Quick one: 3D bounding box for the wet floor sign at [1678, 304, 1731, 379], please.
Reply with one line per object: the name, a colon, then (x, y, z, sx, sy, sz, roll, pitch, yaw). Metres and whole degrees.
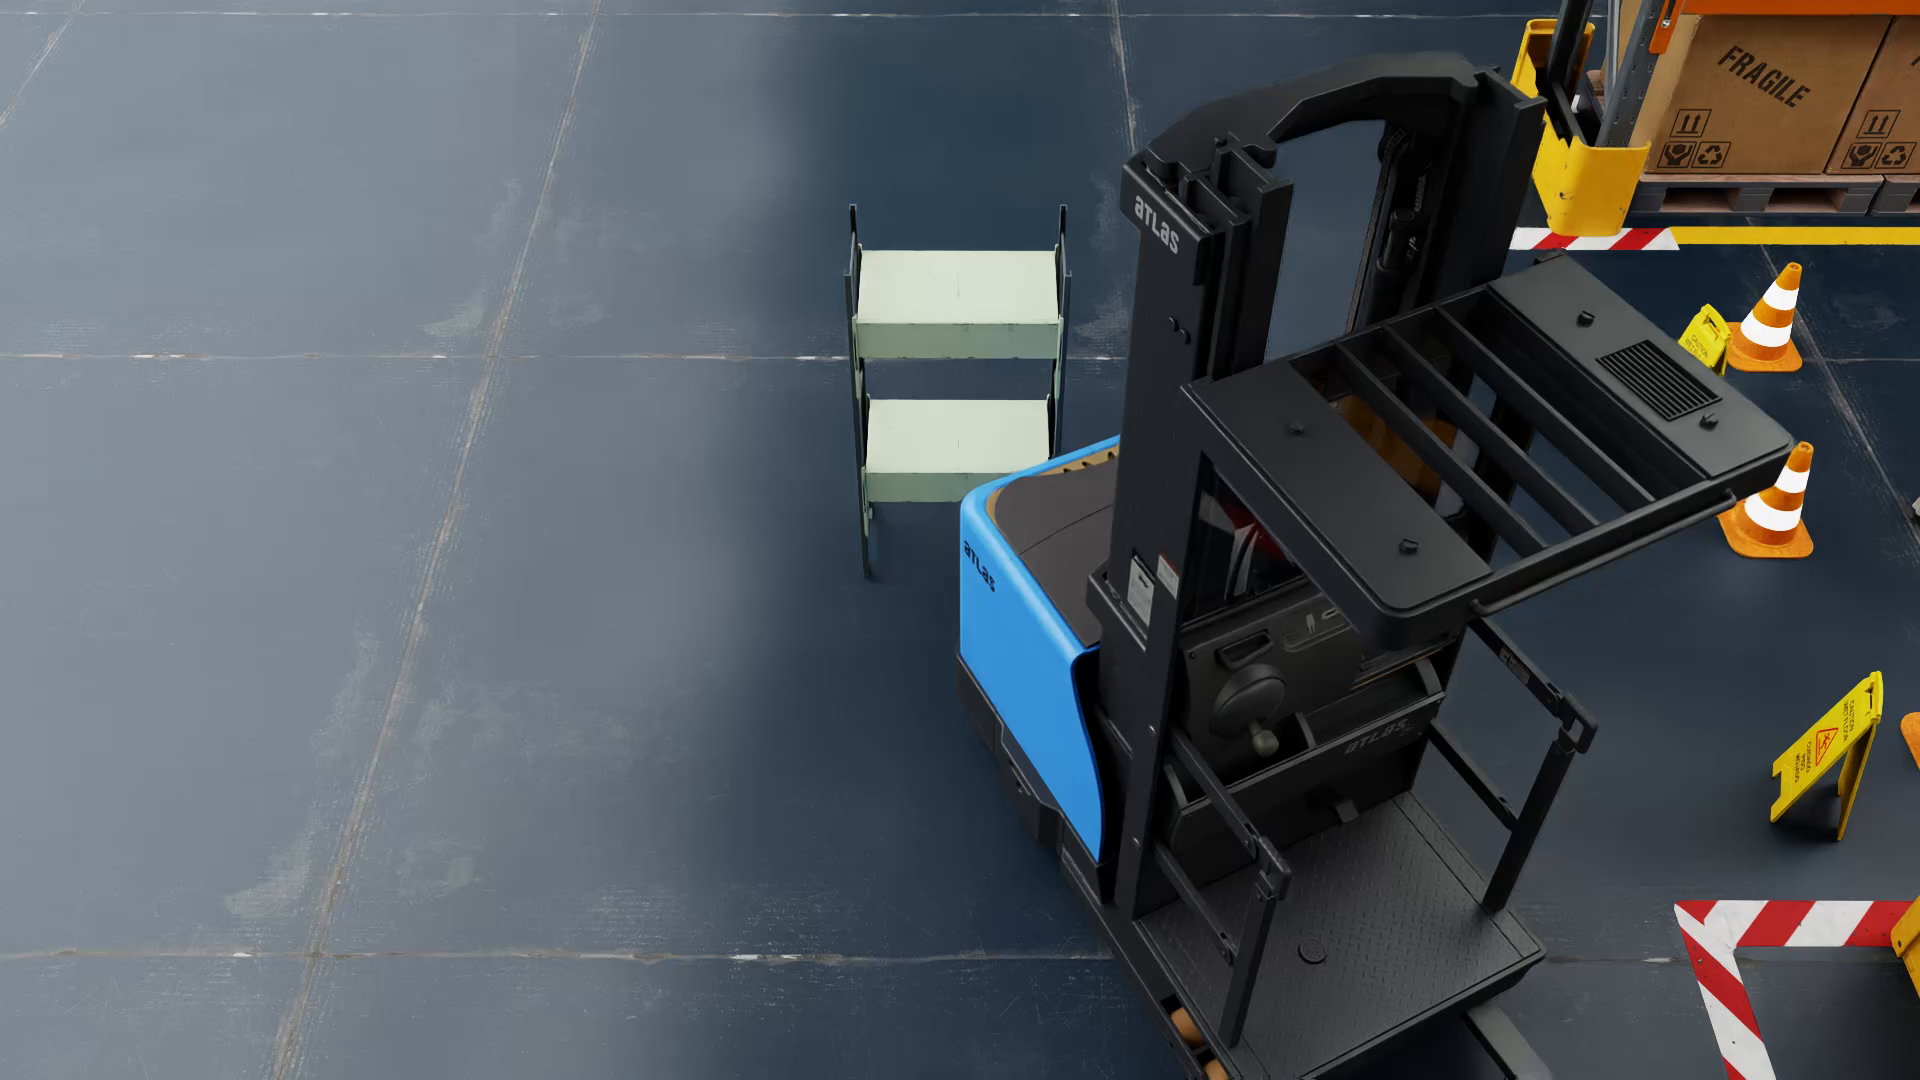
wet floor sign: (3.063, -0.683, 6.945, 0.232, 0.644, 0.267, -7, 47, -7)

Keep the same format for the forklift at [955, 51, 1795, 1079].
forklift: (1.106, 0.378, 4.396, 1.130, 2.935, 3.031, -21, 50, -18)

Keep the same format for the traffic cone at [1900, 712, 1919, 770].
traffic cone: (3.617, 0.610, 5.866, 0.334, 0.463, 0.336, 0, 47, 0)

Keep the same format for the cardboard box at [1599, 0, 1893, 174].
cardboard box: (3.778, -2.400, 8.100, 0.875, 0.875, 0.875, 0, 47, 0)

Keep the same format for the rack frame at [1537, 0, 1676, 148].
rack frame: (3.099, -2.935, 7.432, 0.127, 3.000, 1.000, 0, 47, 0)

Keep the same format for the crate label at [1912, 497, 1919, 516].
crate label: (4.067, -0.136, 6.783, 0.298, 0.136, 0.250, -23, 51, -20)

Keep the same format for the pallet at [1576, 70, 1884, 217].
pallet: (3.899, -2.040, 8.504, 1.213, 0.211, 1.003, 0, 47, 0)

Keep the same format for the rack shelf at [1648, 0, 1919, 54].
rack shelf: (5.099, -2.684, 7.691, 4.000, 0.370, 1.077, 0, 47, 0)

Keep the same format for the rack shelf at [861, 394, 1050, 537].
rack shelf: (-0.007, -0.289, 6.440, 0.720, 0.370, 0.431, 0, 47, 0)

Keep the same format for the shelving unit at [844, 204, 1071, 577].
shelving unit: (-0.007, -0.511, 6.201, 0.755, 1.500, 0.431, 0, 47, 0)

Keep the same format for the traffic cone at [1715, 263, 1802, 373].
traffic cone: (3.625, -1.030, 7.392, 0.334, 0.463, 0.336, 0, 47, 0)

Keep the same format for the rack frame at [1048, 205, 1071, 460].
rack frame: (0.359, -0.510, 6.200, 0.023, 1.500, 0.400, 0, 47, 0)

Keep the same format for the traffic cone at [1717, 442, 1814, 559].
traffic cone: (3.281, -0.203, 6.623, 0.334, 0.463, 0.336, 0, 47, 0)

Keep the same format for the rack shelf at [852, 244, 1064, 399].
rack shelf: (-0.007, -0.777, 5.915, 0.720, 0.370, 0.431, 0, 47, 0)

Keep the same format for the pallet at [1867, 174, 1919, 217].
pallet: (5.116, -2.034, 8.499, 1.213, 0.211, 1.003, 0, 47, 0)

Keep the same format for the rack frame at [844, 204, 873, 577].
rack frame: (-0.373, -0.512, 6.202, 0.023, 1.500, 0.400, 0, 47, 0)

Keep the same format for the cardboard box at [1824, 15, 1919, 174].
cardboard box: (4.658, -2.400, 8.099, 0.875, 0.875, 0.875, -1, 47, 0)

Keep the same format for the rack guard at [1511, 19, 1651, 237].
rack guard: (3.075, -2.083, 8.347, 0.348, 0.500, 1.175, 0, 47, 0)

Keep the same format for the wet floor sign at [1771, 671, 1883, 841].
wet floor sign: (2.996, 0.707, 5.651, 0.232, 0.644, 0.267, 15, 49, 14)

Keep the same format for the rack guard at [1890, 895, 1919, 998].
rack guard: (3.258, 1.541, 4.974, 0.348, 0.500, 1.175, 0, 47, 0)
